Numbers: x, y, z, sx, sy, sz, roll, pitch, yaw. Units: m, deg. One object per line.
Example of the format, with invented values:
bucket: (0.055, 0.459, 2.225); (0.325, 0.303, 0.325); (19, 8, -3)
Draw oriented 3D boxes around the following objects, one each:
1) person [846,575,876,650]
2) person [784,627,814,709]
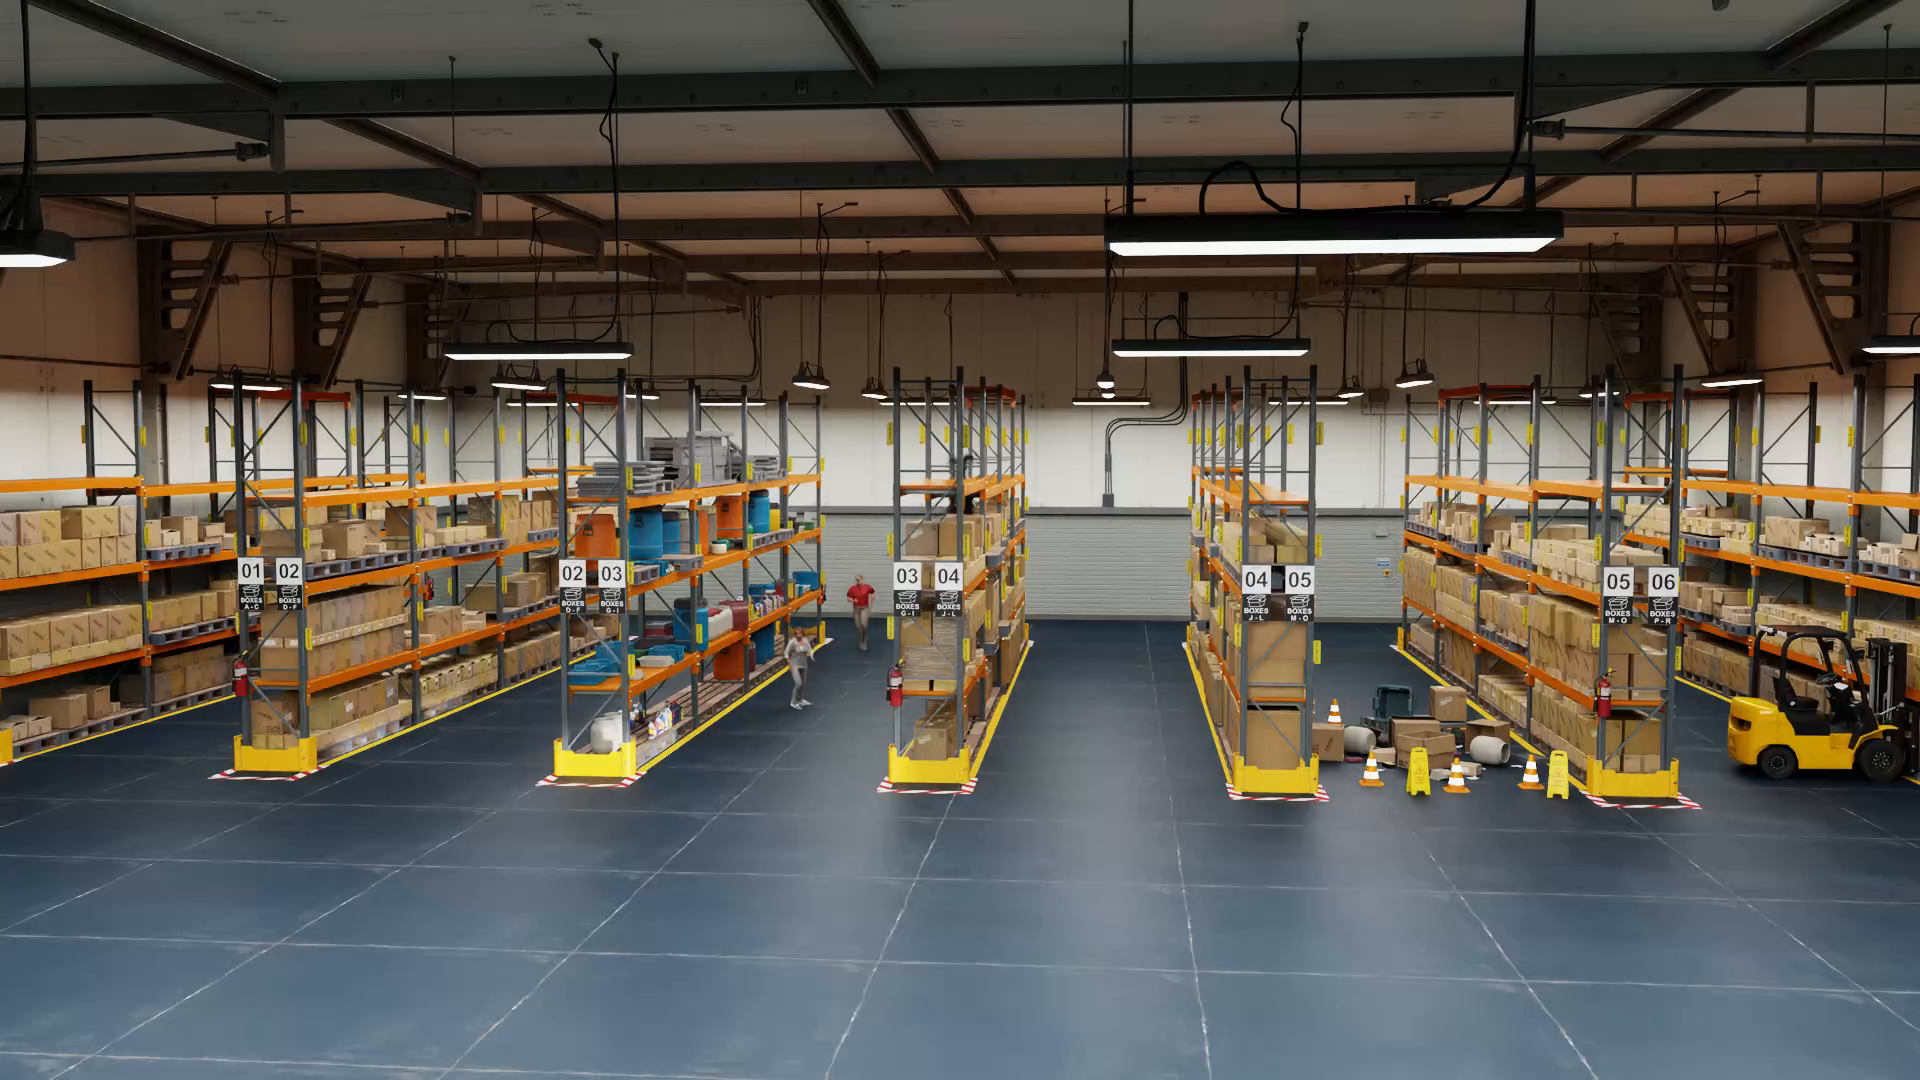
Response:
person: (-2.351, 1.713, 39.237); (0.643, 1.781, 0.737); (1, 4, 9)
person: (-2.936, 2.358, 30.684); (0.576, 1.526, 0.753); (-3, 5, -41)
